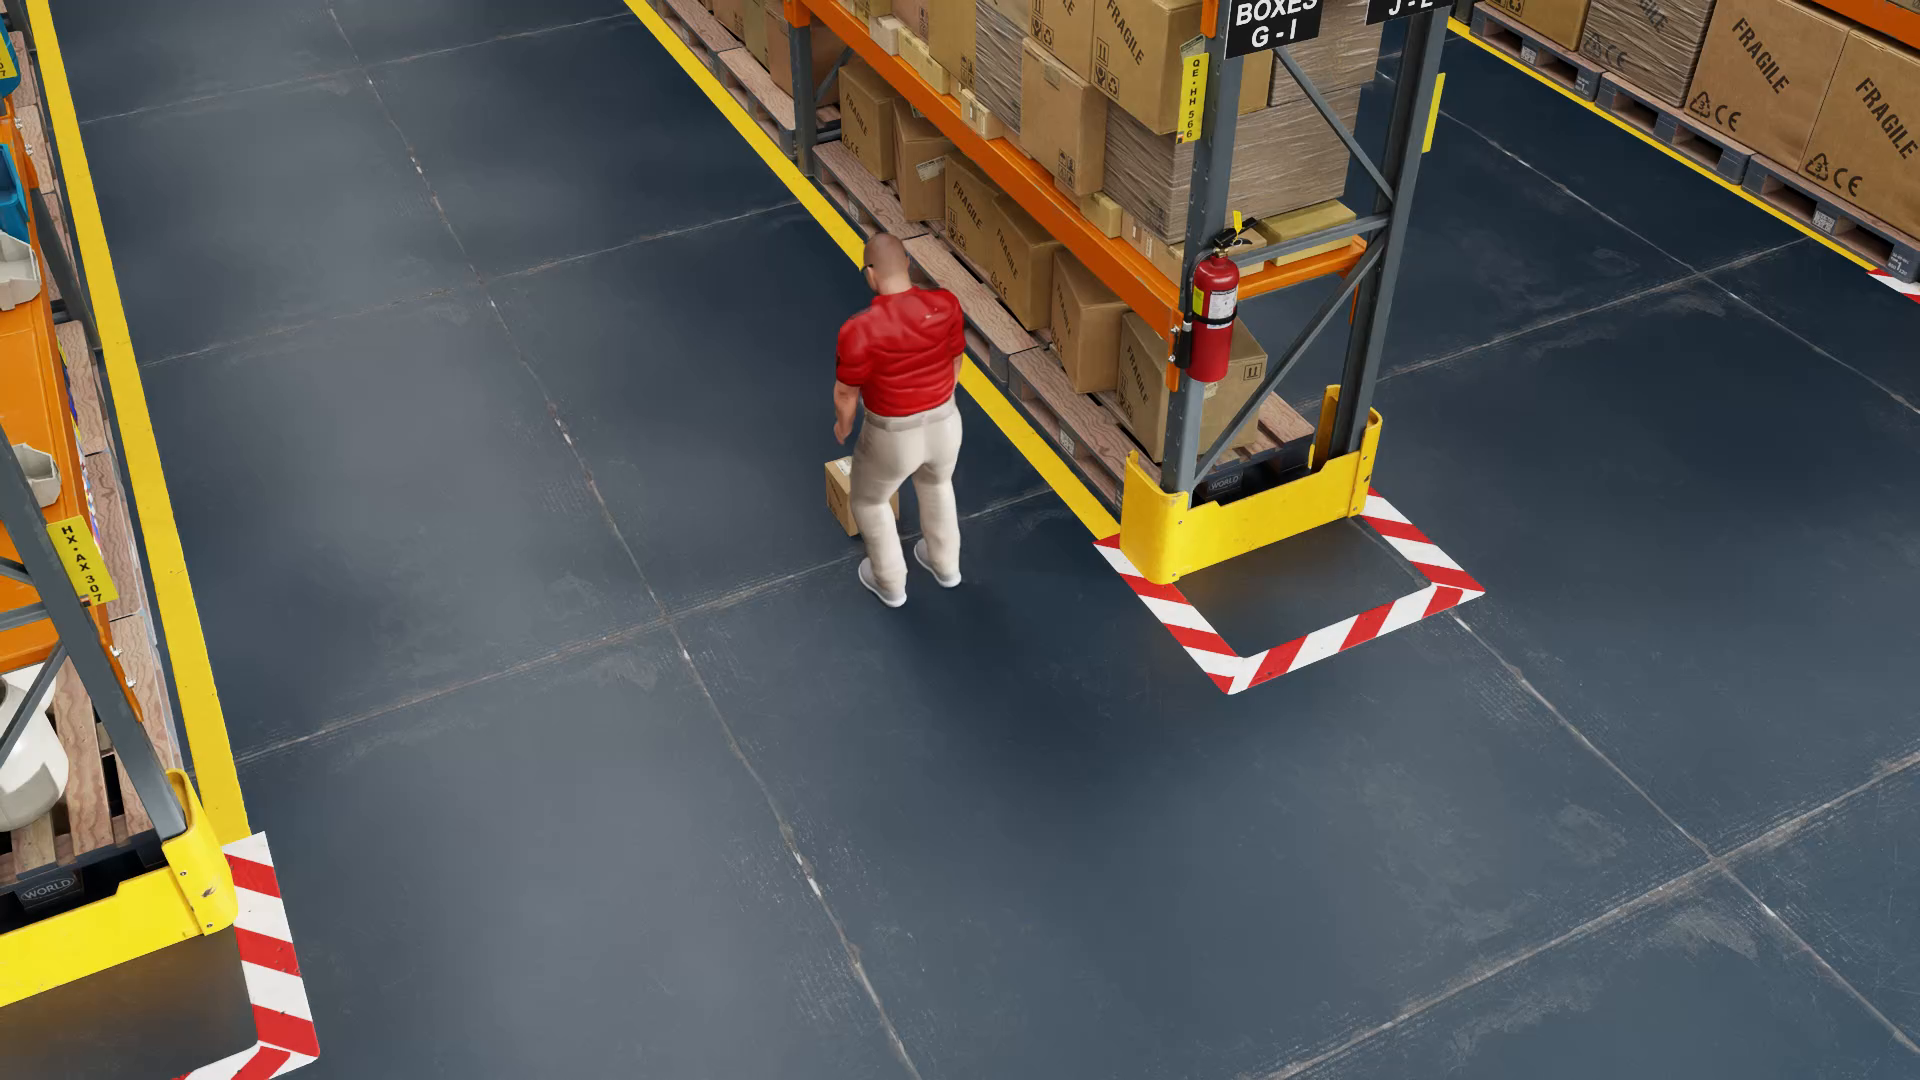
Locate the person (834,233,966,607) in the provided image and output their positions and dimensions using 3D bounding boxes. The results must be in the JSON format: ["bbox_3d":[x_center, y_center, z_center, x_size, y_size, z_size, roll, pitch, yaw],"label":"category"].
[{"bbox_3d":[-0.244,-0.456,6.738,0.553,1.688,0.399,-18,44,-19],"label":"person"}]
